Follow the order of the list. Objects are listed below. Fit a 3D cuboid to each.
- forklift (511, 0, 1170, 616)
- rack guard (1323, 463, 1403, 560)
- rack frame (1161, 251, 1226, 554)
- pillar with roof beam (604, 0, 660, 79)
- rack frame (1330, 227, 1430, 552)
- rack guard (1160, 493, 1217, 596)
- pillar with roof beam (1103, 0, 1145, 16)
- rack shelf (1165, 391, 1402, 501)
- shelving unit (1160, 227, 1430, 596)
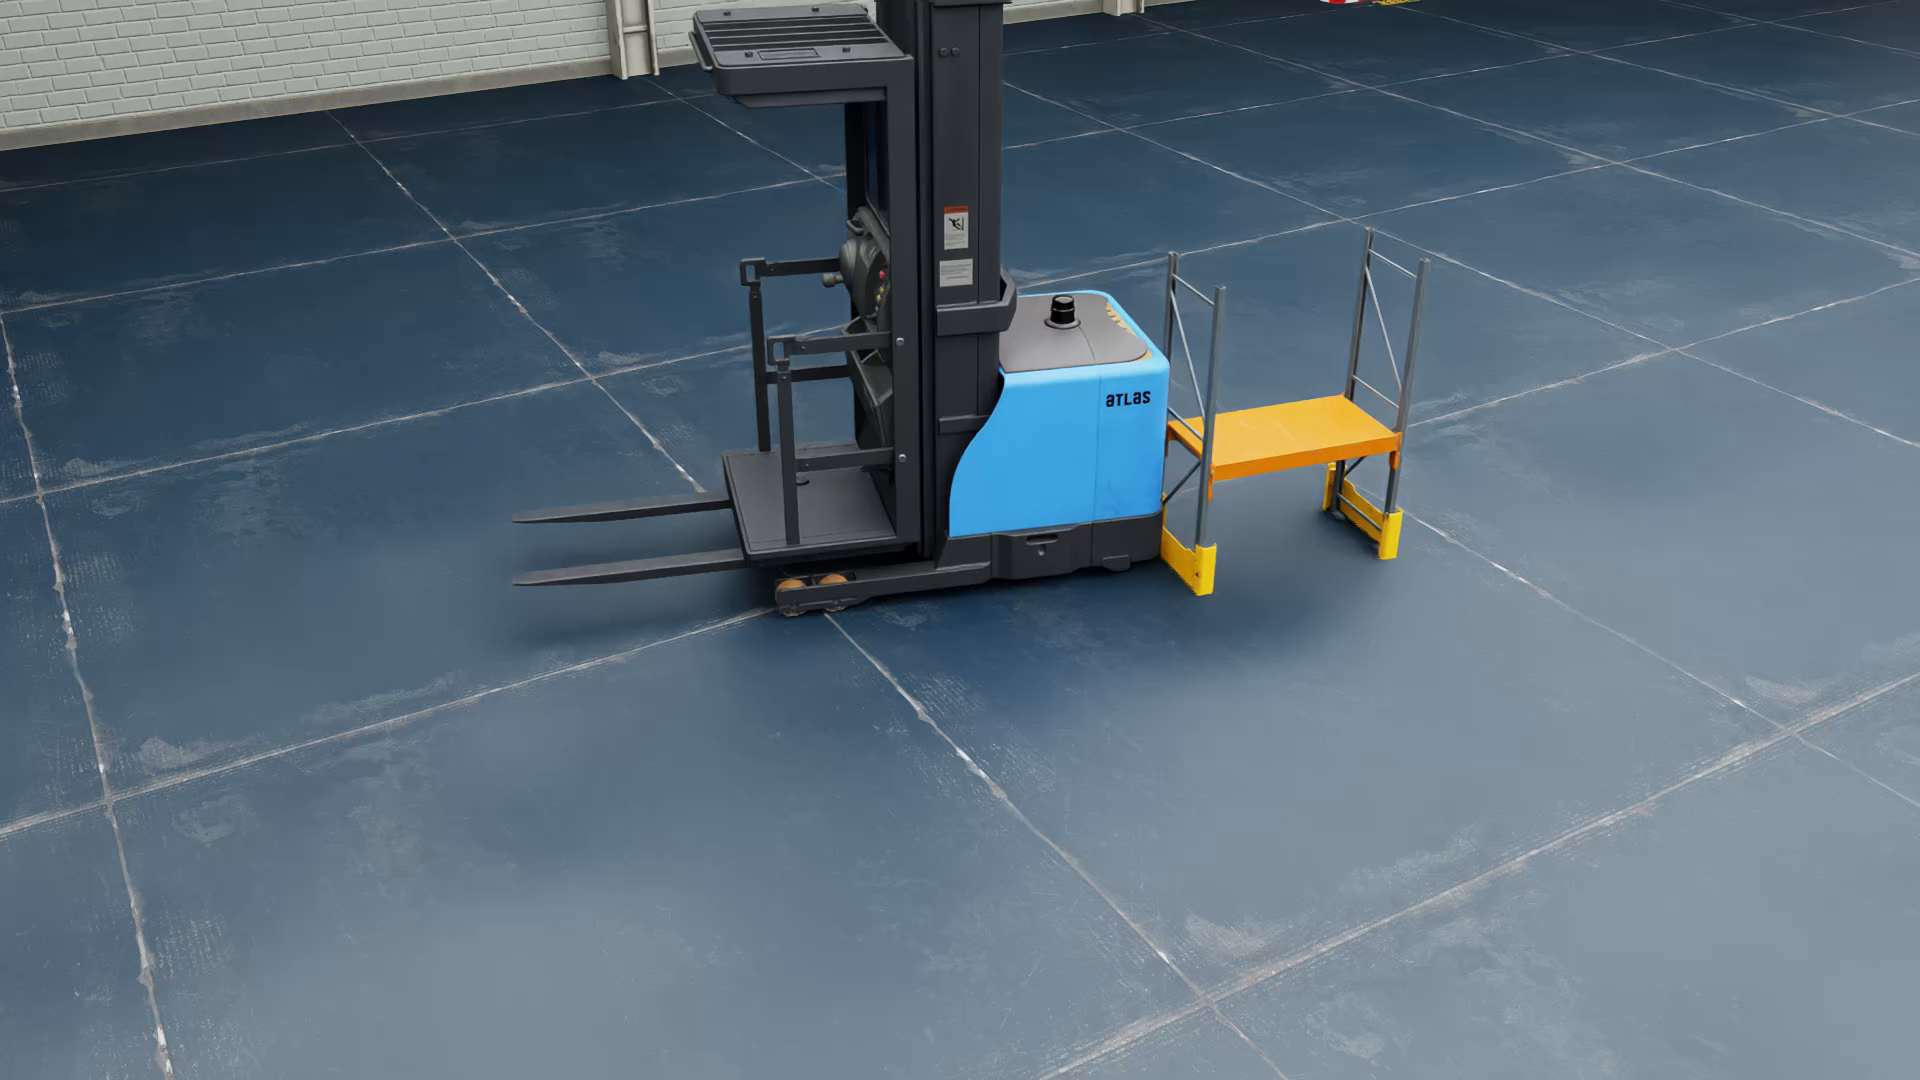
[{"bbox_3d":[-0.606,-1.215,7.418,3.031,2.935,1.130,-6,30,-12],"label":"forklift"},{"bbox_3d":[1.994,-0.148,8.260,0.087,0.250,0.587,-10,30,-17],"label":"rack guard"},{"bbox_3d":[1.037,-0.531,7.660,0.032,1.500,0.500,-10,30,-17],"label":"rack frame"},{"bbox_3d":[-1.090,-6.847,11.344,0.400,9.000,9.100,-16,33,-26],"label":"pillar with roof beam"},{"bbox_3d":[1.995,-0.696,7.959,0.032,1.500,0.500,-10,30,-17],"label":"rack frame"},{"bbox_3d":[1.056,0.013,7.967,0.087,0.250,0.587,-10,30,-17],"label":"rack guard"},{"bbox_3d":[4.083,-8.316,14.006,0.400,9.000,9.100,-16,33,-26],"label":"pillar with roof beam"},{"bbox_3d":[1.516,-0.456,7.896,1.000,0.185,0.538,-10,30,-17],"label":"rack shelf"},{"bbox_3d":[1.525,-0.615,7.812,1.083,1.500,0.587,-10,30,-17],"label":"shelving unit"}]
